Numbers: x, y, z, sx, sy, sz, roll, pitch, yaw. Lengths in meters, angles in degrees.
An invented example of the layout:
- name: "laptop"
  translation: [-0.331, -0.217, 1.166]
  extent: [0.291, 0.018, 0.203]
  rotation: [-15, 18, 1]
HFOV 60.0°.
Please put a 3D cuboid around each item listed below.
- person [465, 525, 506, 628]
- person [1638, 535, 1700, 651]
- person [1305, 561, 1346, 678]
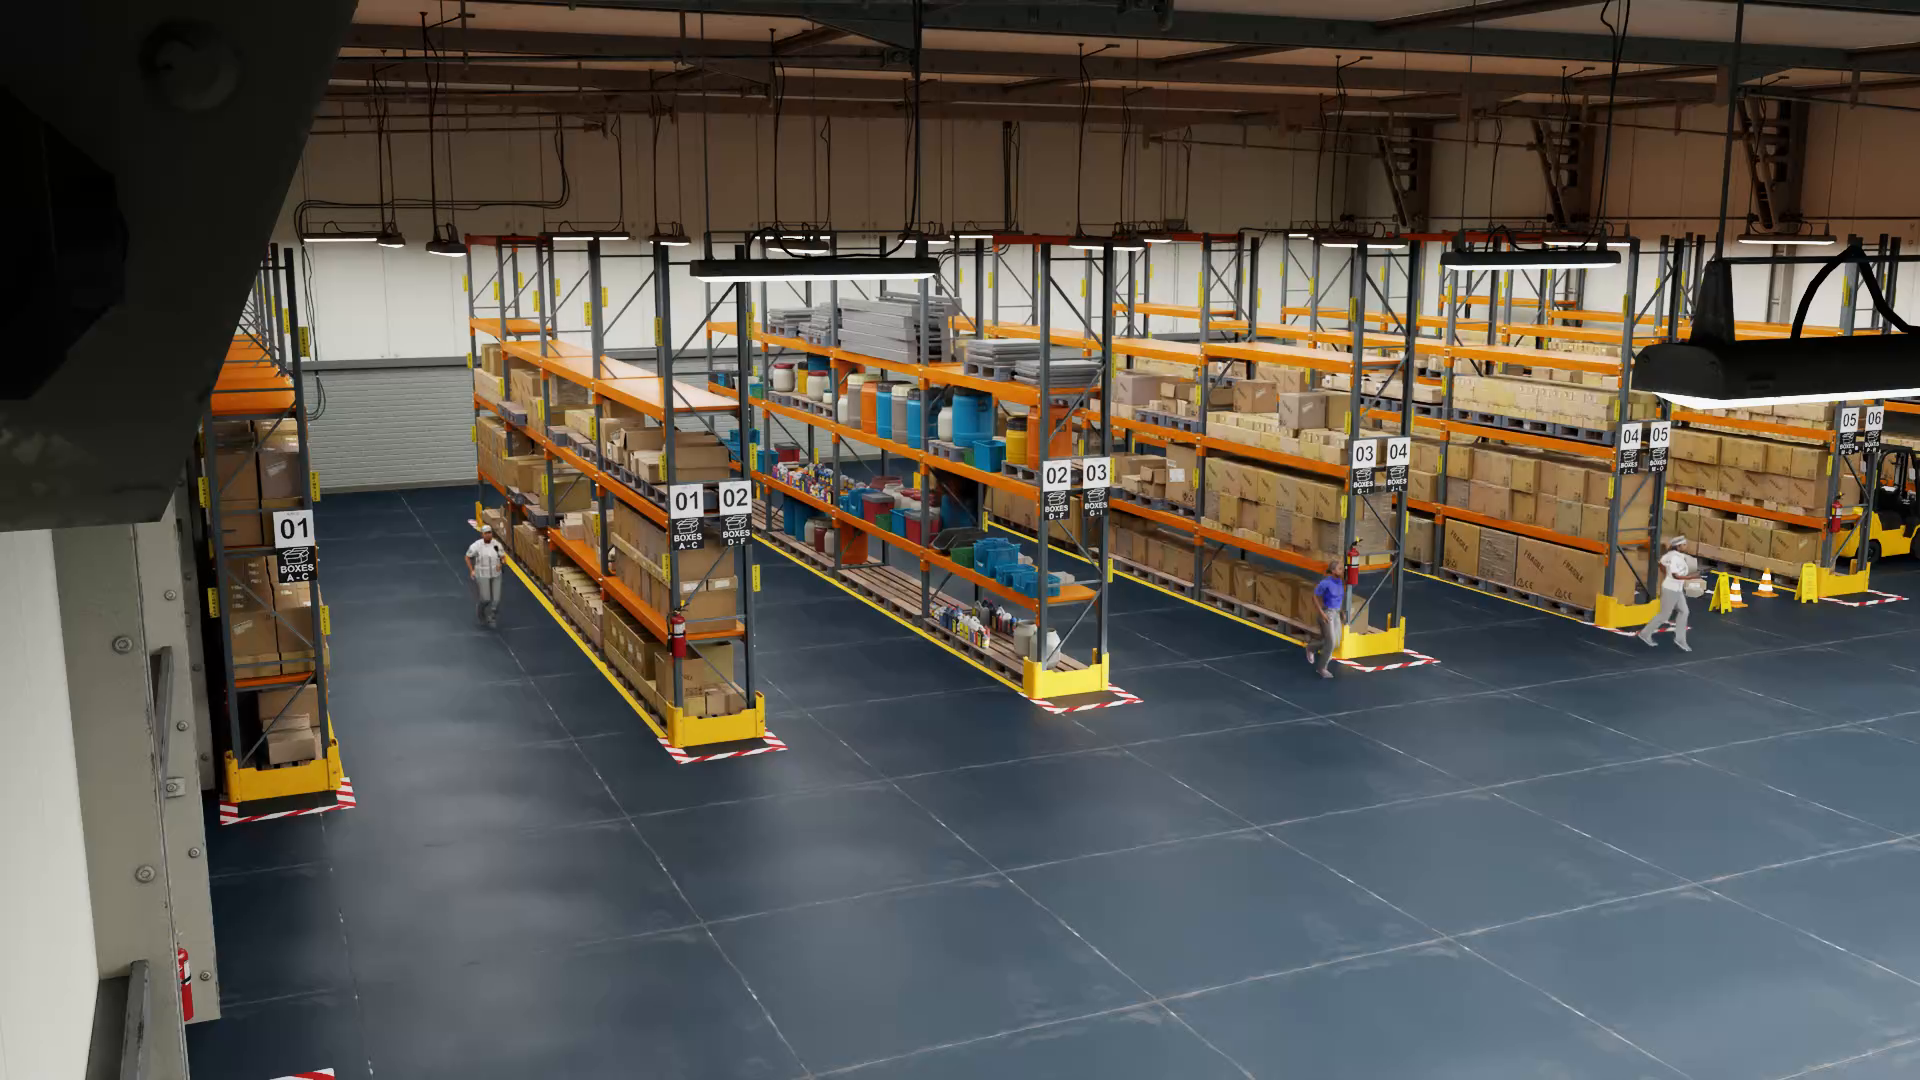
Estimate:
- name: "person"
  translation: [-7.335, 0.578, 25.890]
  extent: [0.606, 1.626, 0.537]
  rotation: [-6, 13, -30]
- name: "person"
  translation: [10.548, 0.780, 24.706]
  extent: [0.777, 1.763, 0.581]
  rotation: [5, 12, 24]
- name: "person"
  translation: [5.166, 1.083, 23.439]
  extent: [0.619, 1.609, 0.583]
  rotation: [-9, 14, -40]
